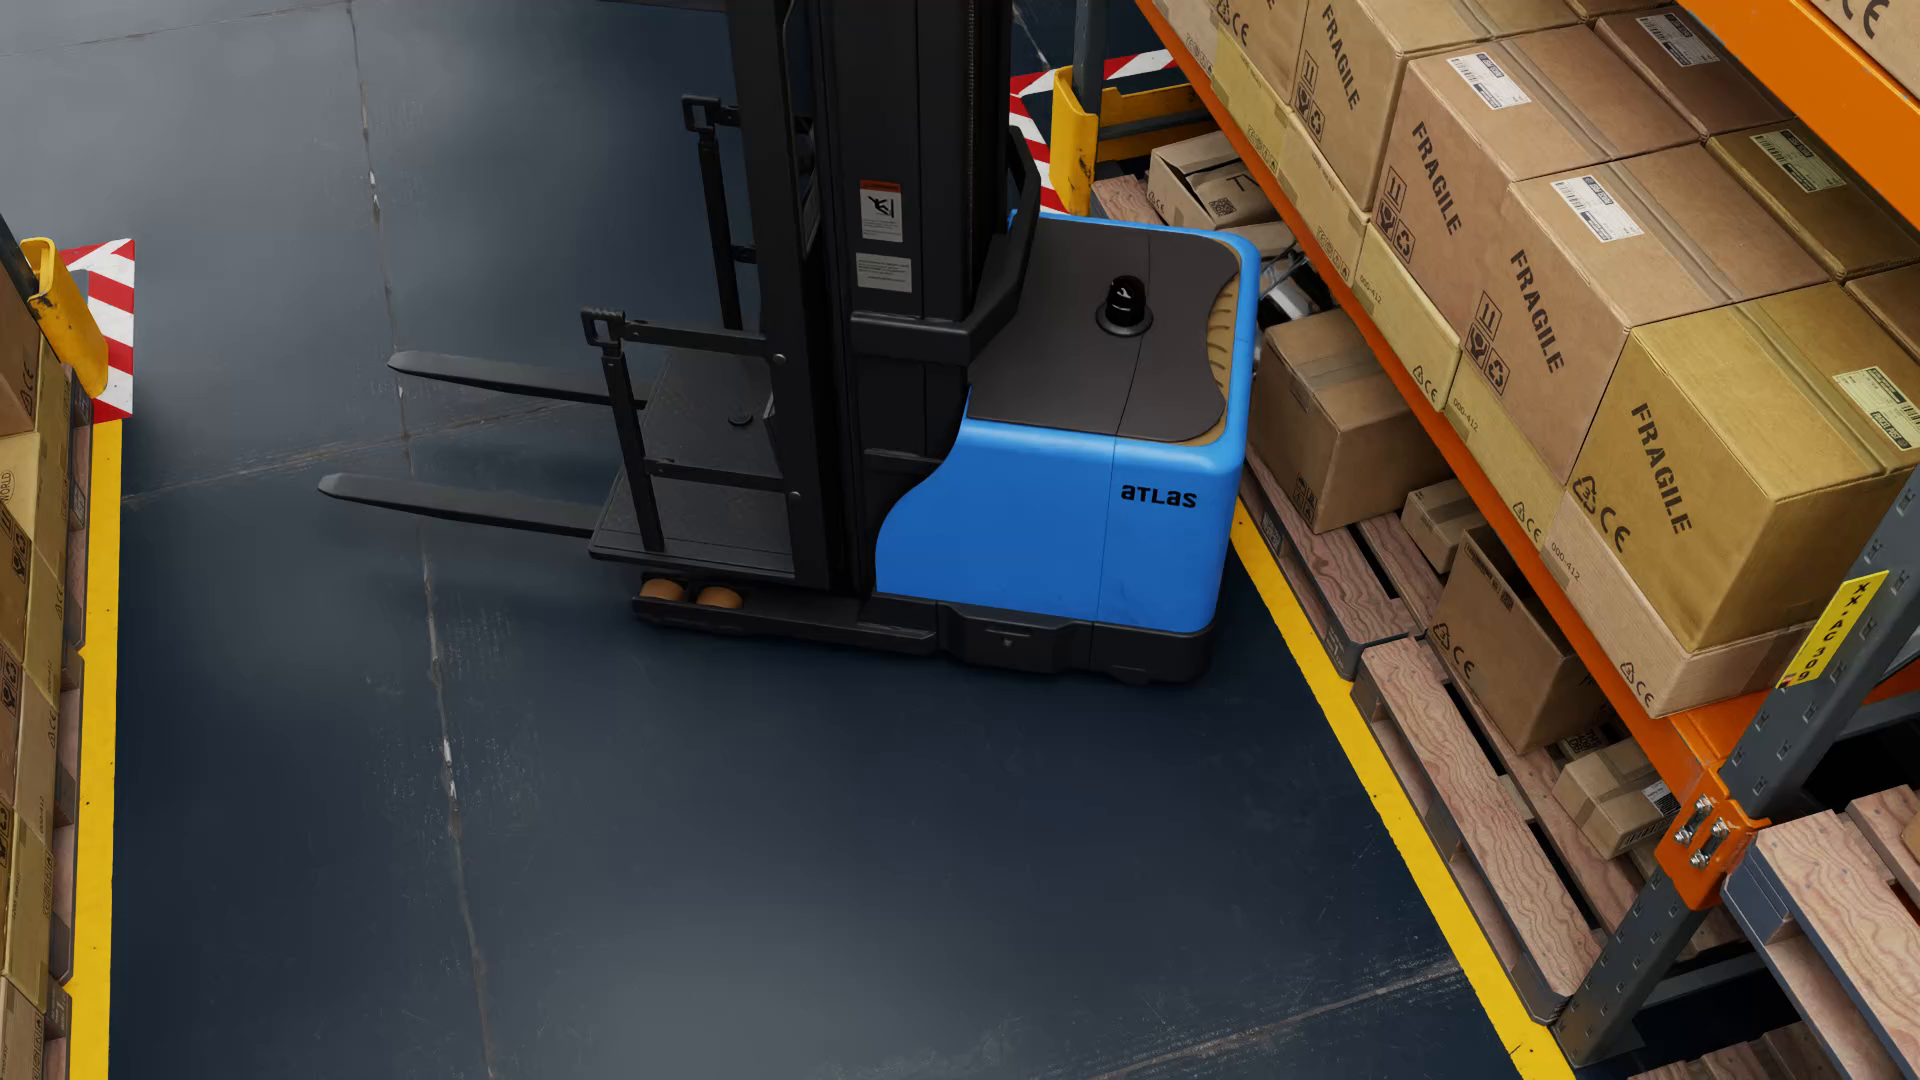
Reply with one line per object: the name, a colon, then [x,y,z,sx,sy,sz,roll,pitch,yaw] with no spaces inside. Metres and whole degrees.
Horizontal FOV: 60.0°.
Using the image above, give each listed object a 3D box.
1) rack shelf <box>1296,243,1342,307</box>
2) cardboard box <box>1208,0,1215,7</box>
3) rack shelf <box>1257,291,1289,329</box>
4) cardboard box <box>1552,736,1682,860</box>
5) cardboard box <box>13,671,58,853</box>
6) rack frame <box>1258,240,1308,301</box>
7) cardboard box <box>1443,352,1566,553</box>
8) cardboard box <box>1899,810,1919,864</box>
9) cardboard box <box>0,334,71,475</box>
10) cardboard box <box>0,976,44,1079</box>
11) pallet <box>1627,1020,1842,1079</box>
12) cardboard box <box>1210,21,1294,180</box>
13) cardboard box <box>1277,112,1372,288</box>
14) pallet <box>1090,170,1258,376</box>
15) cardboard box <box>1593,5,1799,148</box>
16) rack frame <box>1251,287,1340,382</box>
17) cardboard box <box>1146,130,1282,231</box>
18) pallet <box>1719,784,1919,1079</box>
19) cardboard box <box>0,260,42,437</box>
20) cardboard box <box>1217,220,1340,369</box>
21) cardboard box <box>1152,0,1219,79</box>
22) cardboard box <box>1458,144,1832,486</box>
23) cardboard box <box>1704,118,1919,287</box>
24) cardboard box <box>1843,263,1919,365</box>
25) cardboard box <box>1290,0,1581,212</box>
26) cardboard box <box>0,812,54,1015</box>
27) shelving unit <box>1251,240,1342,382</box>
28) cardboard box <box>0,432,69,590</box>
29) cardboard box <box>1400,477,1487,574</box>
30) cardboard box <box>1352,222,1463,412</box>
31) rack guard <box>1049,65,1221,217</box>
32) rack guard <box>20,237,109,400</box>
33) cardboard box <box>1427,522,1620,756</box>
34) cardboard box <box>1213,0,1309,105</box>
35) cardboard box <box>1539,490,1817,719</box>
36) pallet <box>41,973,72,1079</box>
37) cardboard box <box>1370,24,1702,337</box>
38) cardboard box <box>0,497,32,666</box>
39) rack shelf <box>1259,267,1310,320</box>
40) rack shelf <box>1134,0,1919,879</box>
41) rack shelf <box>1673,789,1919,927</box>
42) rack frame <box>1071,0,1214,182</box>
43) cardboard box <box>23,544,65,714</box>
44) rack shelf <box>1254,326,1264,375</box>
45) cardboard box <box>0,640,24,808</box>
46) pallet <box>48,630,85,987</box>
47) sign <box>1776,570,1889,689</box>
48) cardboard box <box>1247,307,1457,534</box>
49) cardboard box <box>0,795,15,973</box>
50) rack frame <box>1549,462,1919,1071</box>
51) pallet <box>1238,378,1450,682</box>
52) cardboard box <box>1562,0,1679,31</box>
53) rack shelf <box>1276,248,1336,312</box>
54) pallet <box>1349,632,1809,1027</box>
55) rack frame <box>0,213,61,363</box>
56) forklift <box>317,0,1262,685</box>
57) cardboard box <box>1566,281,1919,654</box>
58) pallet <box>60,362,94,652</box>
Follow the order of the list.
rack shelf: [1.227,-0.915,5.568,0.200,0.077,0.258,43,23,-16]
cardboard box: [0.938,-2.021,5.086,0.500,0.500,0.500,-13,51,-11]
rack shelf: [1.037,-0.754,5.672,0.200,0.077,0.258,43,23,-16]
cardboard box: [1.943,0.708,4.757,0.380,0.166,0.250,-19,53,-16]
cardboard box: [-2.888,0.690,4.730,0.500,0.250,0.500,-13,51,-11]
rack frame: [1.052,-0.895,5.597,0.006,0.900,0.240,43,23,-16]
cardboard box: [1.561,-0.281,4.110,0.500,0.250,0.500,-13,51,-11]
cardboard box: [2.248,0.526,2.992,0.700,0.500,0.500,-13,51,-11]
cardboard box: [-3.343,-0.402,5.651,0.500,0.250,0.500,-13,51,-11]
cardboard box: [-2.592,1.421,4.114,0.500,0.250,0.500,-13,51,-11]
pallet: [2.362,1.788,4.105,1.003,0.211,1.213,-13,51,-11]
cardboard box: [1.100,-1.381,5.038,0.500,0.250,0.500,-14,51,-12]
cardboard box: [1.248,-1.012,4.726,0.500,0.250,0.500,-13,51,-11]
pallet: [1.176,-1.045,6.493,1.003,0.211,1.213,-13,51,-11]
cardboard box: [1.899,-1.014,4.237,0.500,0.500,0.500,-12,51,-10]
rack frame: [1.195,-0.761,5.652,0.006,0.900,0.240,43,23,-16]
cardboard box: [1.066,-1.351,6.397,0.500,0.311,0.500,-19,52,-15]
pallet: [2.217,0.973,3.093,1.003,0.211,1.213,-13,51,-11]
cardboard box: [-3.341,-0.645,5.365,0.500,0.500,0.500,-13,51,-11]
cardboard box: [1.234,-0.934,6.046,0.500,0.311,0.500,-10,51,-8]
cardboard box: [0.955,-1.755,5.353,0.500,0.250,0.500,-15,51,-12]
cardboard box: [1.542,-0.518,3.819,0.500,0.500,0.500,-14,51,-11]
cardboard box: [2.041,-0.649,3.929,0.500,0.500,0.500,-14,51,-11]
cardboard box: [2.191,-0.270,3.610,0.500,0.500,0.500,-14,51,-12]
cardboard box: [1.249,-1.268,4.451,0.500,0.500,0.500,-12,51,-10]
cardboard box: [-2.734,1.054,4.423,0.500,0.250,0.500,-13,51,-11]
shelving unit: [1.124,-0.828,5.624,0.210,0.900,0.258,43,23,-16]
cardboard box: [-3.184,-0.040,5.346,0.500,0.250,0.500,-13,51,-11]
cardboard box: [1.676,-0.075,5.428,0.380,0.149,0.250,-17,52,-14]
cardboard box: [1.397,-0.645,4.417,0.500,0.250,0.500,-14,51,-11]
rack guard: [0.970,-1.740,6.890,1.175,0.500,0.348,-13,51,-11]
rack guard: [-3.791,-0.690,6.005,1.175,0.500,0.348,-13,51,-11]
cardboard box: [1.785,0.235,4.937,0.500,0.500,0.500,-17,52,-14]
cardboard box: [1.085,-1.642,4.767,0.500,0.500,0.500,-15,51,-12]
cardboard box: [1.700,0.085,3.802,0.500,0.250,0.500,-13,51,-11]
pallet: [-2.796,1.752,4.135,1.003,0.211,1.213,-13,51,-11]
cardboard box: [1.403,-0.888,4.131,0.500,0.500,0.500,-15,51,-12]
cardboard box: [-3.031,0.082,4.752,0.500,0.500,0.500,-13,51,-11]
rack shelf: [1.100,-0.808,5.637,0.200,0.077,0.258,43,23,-16]
rack shelf: [1.539,-0.908,5.024,1.077,0.370,4.000,-13,51,-11]
rack shelf: [2.721,2.013,2.562,1.077,0.370,4.000,-13,51,-11]
rack frame: [0.947,-2.601,5.981,1.000,3.000,0.127,-13,51,-11]
cardboard box: [-3.034,0.325,5.038,0.500,0.250,0.500,-13,51,-11]
rack shelf: [0.973,-0.700,5.706,0.200,0.077,0.258,43,23,-16]
cardboard box: [-2.885,0.448,4.444,0.500,0.500,0.500,-13,51,-11]
pallet: [-3.161,0.859,4.888,1.003,0.211,1.213,-13,51,-11]
sign: [1.614,0.170,3.079,0.100,0.325,0.005,-13,51,-11]
cardboard box: [1.403,-0.448,5.513,0.700,0.500,0.500,-16,52,-13]
cardboard box: [-2.735,0.813,4.136,0.500,0.500,0.500,-13,51,-11]
rack frame: [2.130,0.320,3.518,1.000,3.000,0.127,-13,51,-11]
pallet: [1.533,-0.156,5.743,1.003,0.211,1.213,-13,51,-11]
cardboard box: [1.735,-1.390,4.555,0.500,0.500,0.500,-13,51,-10]
rack shelf: [1.164,-0.861,5.603,0.200,0.077,0.258,43,23,-16]
pallet: [1.898,0.737,4.991,1.003,0.211,1.213,-13,51,-11]
rack frame: [-3.784,-1.478,5.034,1.000,3.000,0.127,-13,51,-11]
forklift: [-0.620,-1.027,4.699,3.031,2.935,1.130,8,50,6]
cardboard box: [1.695,-0.155,3.513,0.500,0.500,0.500,-13,51,-11]
pallet: [-3.518,-0.030,5.638,1.003,0.211,1.213,-13,51,-11]
